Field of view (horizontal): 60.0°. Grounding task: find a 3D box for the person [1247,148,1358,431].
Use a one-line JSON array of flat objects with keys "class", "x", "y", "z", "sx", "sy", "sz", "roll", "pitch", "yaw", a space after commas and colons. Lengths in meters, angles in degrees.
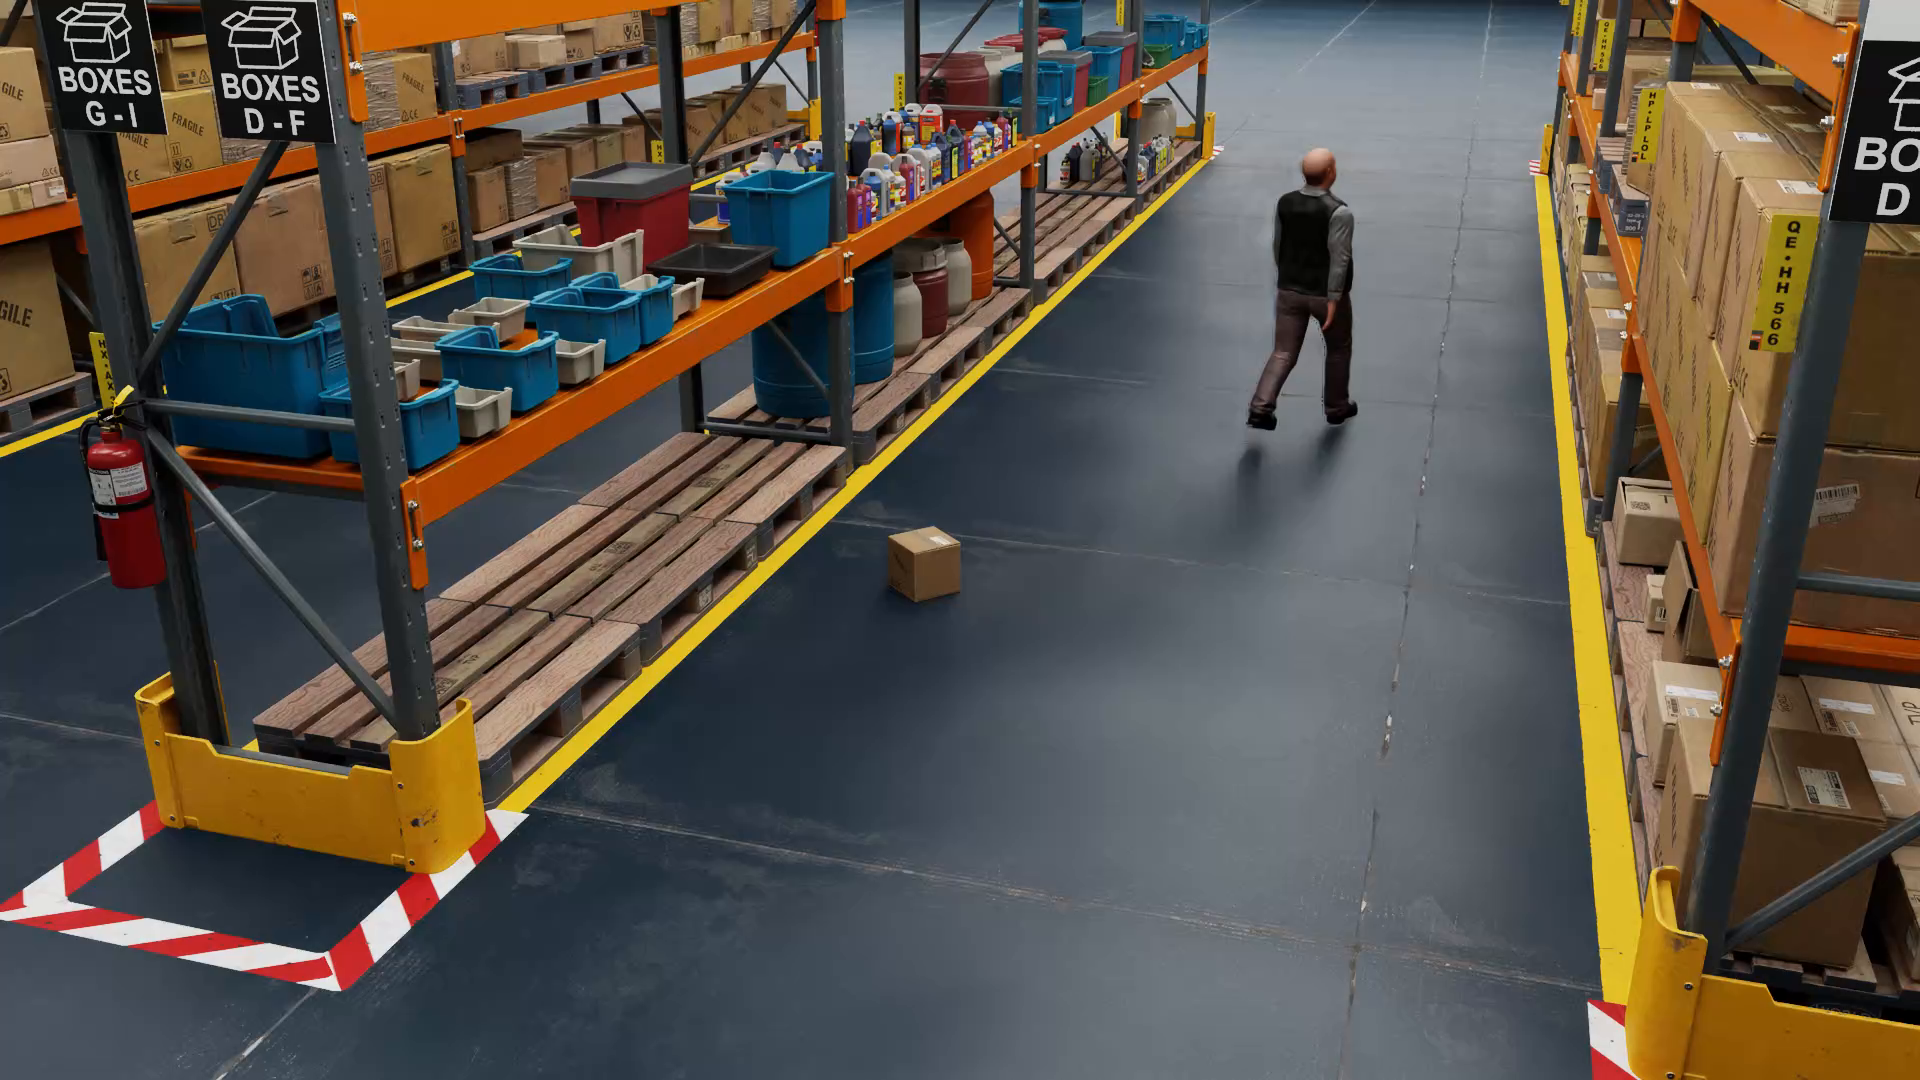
[{"class": "person", "x": 2.064, "y": -1.454, "z": 9.763, "sx": 0.536, "sy": 1.682, "sz": 0.988, "roll": 16, "pitch": 27, "yaw": 34}]
